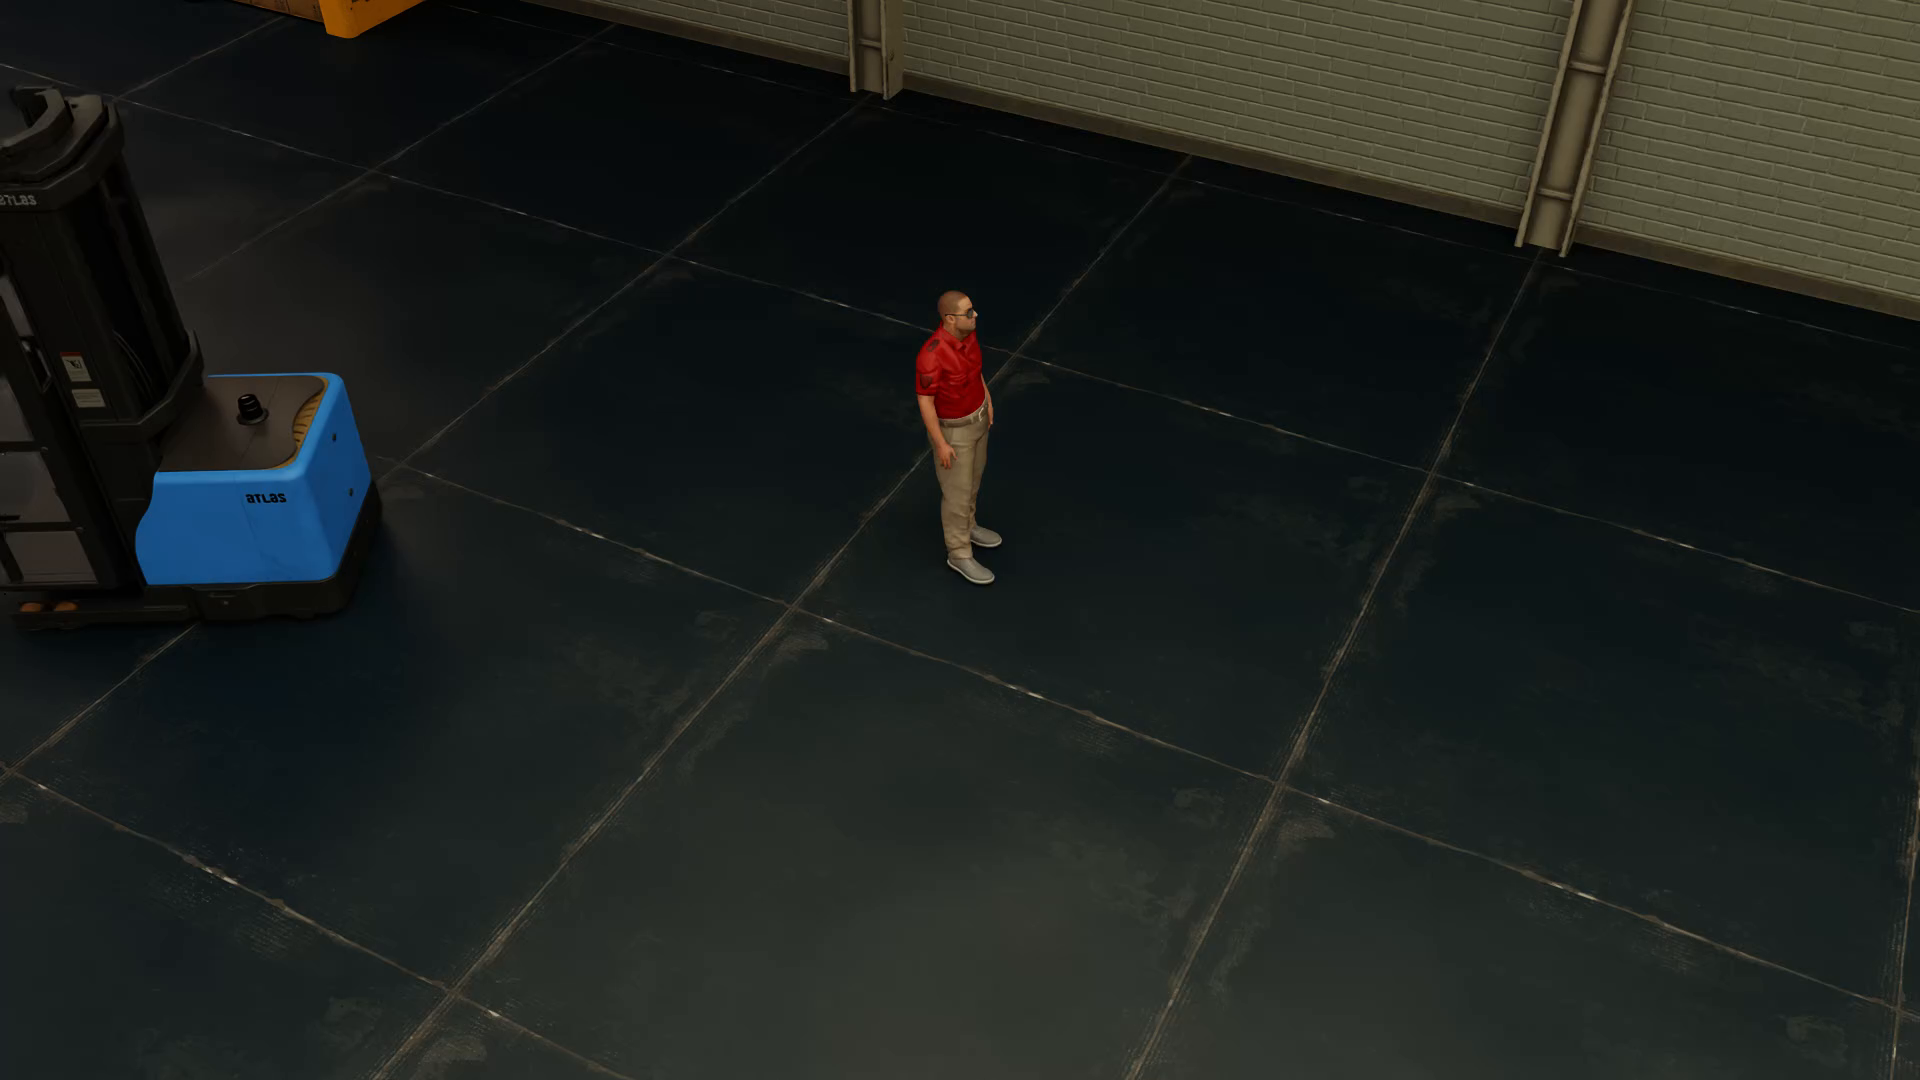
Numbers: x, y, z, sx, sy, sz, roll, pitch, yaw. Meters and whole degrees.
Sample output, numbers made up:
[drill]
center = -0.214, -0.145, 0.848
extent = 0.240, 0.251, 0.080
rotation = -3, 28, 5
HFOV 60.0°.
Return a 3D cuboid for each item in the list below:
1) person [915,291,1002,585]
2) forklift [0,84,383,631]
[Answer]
[person]
center = 0.074, -0.633, 9.661
extent = 0.551, 1.727, 0.640
rotation = 18, 43, 21
[forklift]
center = -5.101, -0.945, 9.109
extent = 3.031, 2.935, 1.130
rotation = -1, 40, -2
